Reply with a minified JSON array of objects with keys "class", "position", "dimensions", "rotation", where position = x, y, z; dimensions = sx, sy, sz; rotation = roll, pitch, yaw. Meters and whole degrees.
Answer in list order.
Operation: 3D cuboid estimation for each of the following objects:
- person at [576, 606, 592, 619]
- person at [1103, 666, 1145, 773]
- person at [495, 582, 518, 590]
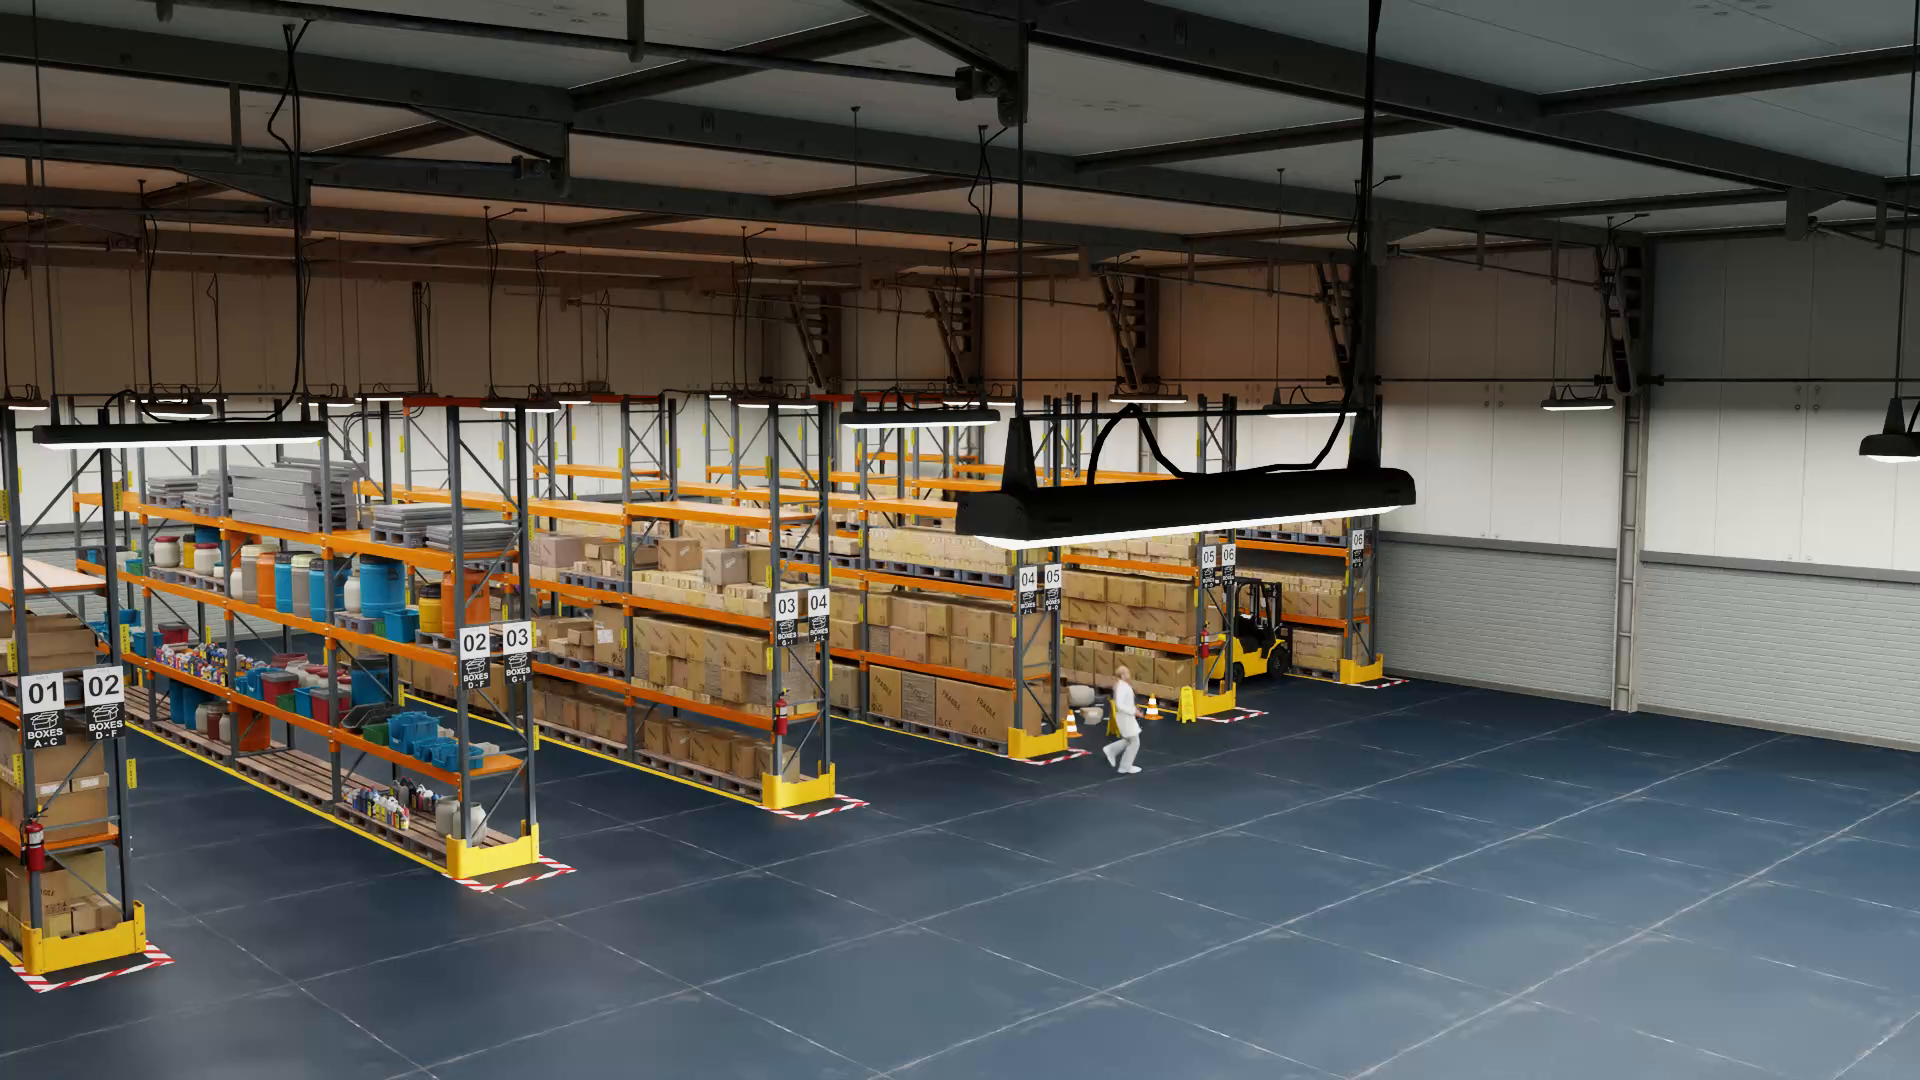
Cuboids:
[{"class":"person","position":[-9.356,1.516,41.072],"dimensions":[0.544,1.701,0.734],"rotation":[0,6,2]},{"class":"person","position":[2.631,2.884,26.739],"dimensions":[0.668,1.724,0.688],"rotation":[1,6,5]},{"class":"person","position":[-10.899,1.636,39.821],"dimensions":[0.736,1.734,0.603],"rotation":[2,6,16]}]
